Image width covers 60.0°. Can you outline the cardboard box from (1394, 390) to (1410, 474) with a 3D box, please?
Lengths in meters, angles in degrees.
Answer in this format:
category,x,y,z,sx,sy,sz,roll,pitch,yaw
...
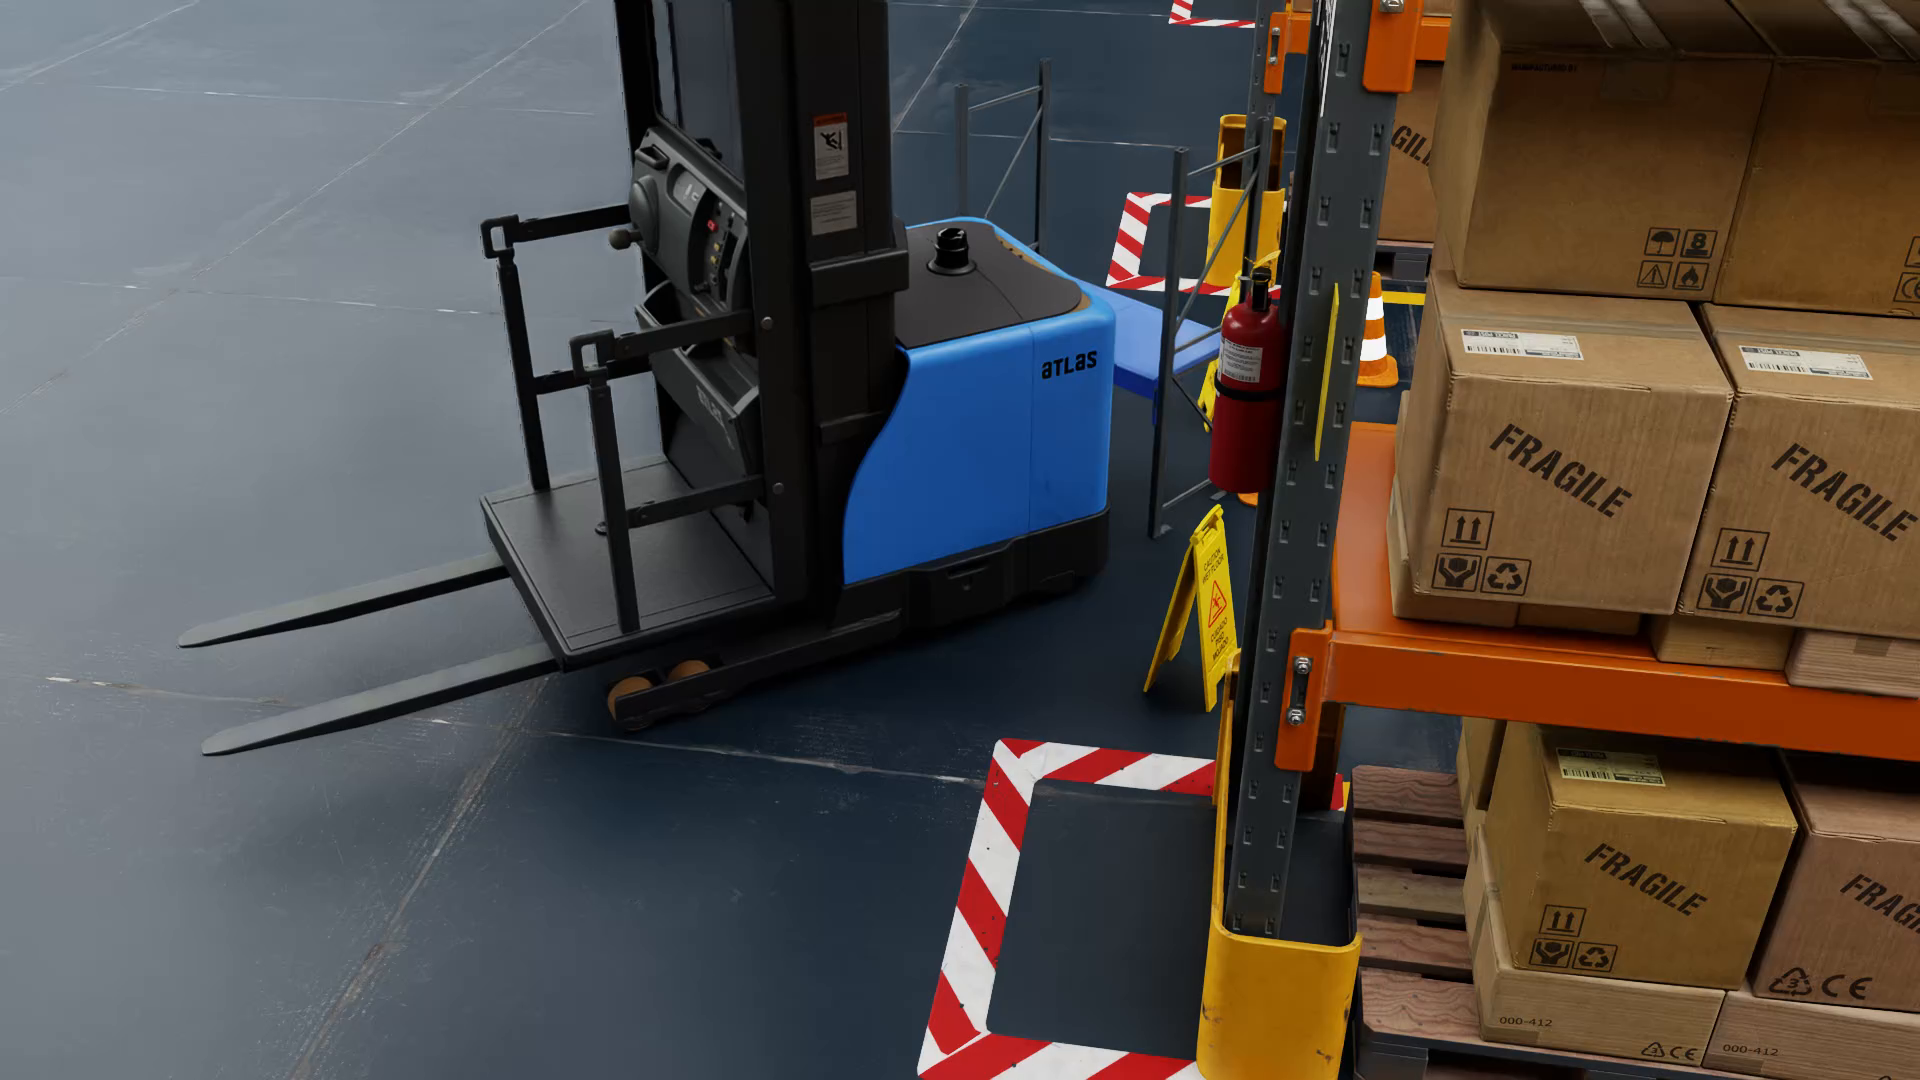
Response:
category,x,y,z,sx,sy,sz,roll,pitch,yaw
cardboard box,1.180,-0.200,3.979,0.250,0.149,0.380,6,33,10

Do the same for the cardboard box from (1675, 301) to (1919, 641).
category,x,y,z,sx,sy,sz,roll,pitch,yaw
cardboard box,1.706,-0.165,3.311,0.500,0.500,0.500,6,33,10

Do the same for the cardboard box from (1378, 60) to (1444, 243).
category,x,y,z,sx,sy,sz,roll,pitch,yaw
cardboard box,2.188,-2.077,8.348,0.875,0.875,0.875,5,32,8

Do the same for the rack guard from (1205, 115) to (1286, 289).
category,x,y,z,sx,sy,sz,roll,pitch,yaw
rack guard,1.485,-1.769,8.604,0.348,0.500,1.175,5,32,8

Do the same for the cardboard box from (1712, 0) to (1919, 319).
category,x,y,z,sx,sy,sz,roll,pitch,yaw
cardboard box,1.813,-0.840,3.448,0.500,0.500,0.700,5,32,9

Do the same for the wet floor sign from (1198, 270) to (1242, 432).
category,x,y,z,sx,sy,sz,roll,pitch,yaw
wet floor sign,1.147,-0.795,6.912,0.232,0.644,0.267,0,32,0

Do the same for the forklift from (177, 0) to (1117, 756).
category,x,y,z,sx,sy,sz,roll,pitch,yaw
forklift,-1.015,-0.959,5.019,3.031,2.935,1.130,-16,35,-23

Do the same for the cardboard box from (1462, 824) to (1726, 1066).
category,x,y,z,sx,sy,sz,roll,pitch,yaw
cardboard box,1.524,0.976,4.059,0.500,0.250,0.500,5,32,8

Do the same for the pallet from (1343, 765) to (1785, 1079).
category,x,y,z,sx,sy,sz,roll,pitch,yaw
pallet,1.645,1.052,4.371,1.213,0.211,1.003,5,32,8

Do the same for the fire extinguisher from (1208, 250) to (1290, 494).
category,x,y,z,sx,sy,sz,roll,pitch,yaw
fire extinguisher,0.740,-0.447,4.209,0.183,0.674,0.296,5,32,8

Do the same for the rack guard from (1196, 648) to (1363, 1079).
category,x,y,z,sx,sy,sz,roll,pitch,yaw
rack guard,0.850,0.838,4.440,0.348,0.500,1.175,5,32,8

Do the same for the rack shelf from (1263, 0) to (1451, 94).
category,x,y,z,sx,sy,sz,roll,pitch,yaw
rack shelf,3.480,-2.343,7.843,4.000,0.370,1.077,5,32,8

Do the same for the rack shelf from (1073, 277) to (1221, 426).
category,x,y,z,sx,sy,sz,roll,pitch,yaw
rack shelf,0.528,-0.773,6.411,1.000,0.185,0.538,27,41,36

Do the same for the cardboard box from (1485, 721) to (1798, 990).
category,x,y,z,sx,sy,sz,roll,pitch,yaw
cardboard box,1.547,0.660,3.857,0.500,0.500,0.500,4,32,7

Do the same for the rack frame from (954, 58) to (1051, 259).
category,x,y,z,sx,sy,sz,roll,pitch,yaw
rack frame,0.164,-1.114,6.617,0.032,1.500,0.500,27,41,36

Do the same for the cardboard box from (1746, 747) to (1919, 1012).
category,x,y,z,sx,sy,sz,roll,pitch,yaw
cardboard box,2.063,0.704,3.786,0.500,0.500,0.500,4,32,6

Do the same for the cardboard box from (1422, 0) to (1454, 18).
category,x,y,z,sx,sy,sz,roll,pitch,yaw
cardboard box,2.427,-2.842,7.823,0.550,0.550,0.875,5,32,8

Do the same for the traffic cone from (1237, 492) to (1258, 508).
category,x,y,z,sx,sy,sz,roll,pitch,yaw
traffic cone,1.268,-0.400,6.453,0.334,0.463,0.336,5,32,8

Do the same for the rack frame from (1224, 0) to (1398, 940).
category,x,y,z,sx,sy,sz,roll,pitch,yaw
rack frame,0.775,-0.228,3.787,0.127,3.000,1.000,5,32,8

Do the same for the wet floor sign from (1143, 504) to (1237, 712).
category,x,y,z,sx,sy,sz,roll,pitch,yaw
wet floor sign,0.768,0.193,5.333,0.232,0.644,0.267,17,36,25

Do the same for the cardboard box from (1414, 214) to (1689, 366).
category,x,y,z,sx,sy,sz,roll,pitch,yaw
cardboard box,1.356,-0.492,3.835,0.500,0.500,0.500,5,32,7

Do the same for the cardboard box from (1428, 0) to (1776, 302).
category,x,y,z,sx,sy,sz,roll,pitch,yaw
cardboard box,1.315,-0.889,3.526,0.500,0.500,0.700,4,32,7

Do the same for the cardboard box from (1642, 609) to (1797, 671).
category,x,y,z,sx,sy,sz,roll,pitch,yaw
cardboard box,1.574,0.098,3.503,0.250,0.149,0.380,4,32,7

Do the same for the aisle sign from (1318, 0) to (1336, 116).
category,x,y,z,sx,sy,sz,roll,pitch,yaw
aisle sign,0.662,-1.173,2.847,0.004,0.787,0.394,5,32,8

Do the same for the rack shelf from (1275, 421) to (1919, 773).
category,x,y,z,sx,sy,sz,roll,pitch,yaw
rack shelf,2.747,0.255,3.693,4.000,0.370,1.077,5,32,8

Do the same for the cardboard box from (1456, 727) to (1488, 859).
category,x,y,z,sx,sy,sz,roll,pitch,yaw
cardboard box,1.641,0.693,4.511,0.500,0.250,0.500,5,32,8

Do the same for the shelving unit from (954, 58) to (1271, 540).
category,x,y,z,sx,sy,sz,roll,pitch,yaw
shelving unit,0.528,-0.926,6.315,1.048,1.500,0.538,27,41,36

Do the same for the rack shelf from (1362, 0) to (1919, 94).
category,x,y,z,sx,sy,sz,roll,pitch,yaw
rack shelf,2.747,-1.016,2.897,4.000,0.370,1.077,5,32,8

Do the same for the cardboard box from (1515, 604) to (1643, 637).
category,x,y,z,sx,sy,sz,roll,pitch,yaw
cardboard box,1.326,0.032,3.608,0.250,0.149,0.380,6,32,9

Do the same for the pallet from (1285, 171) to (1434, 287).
category,x,y,z,sx,sy,sz,roll,pitch,yaw
pallet,2.310,-1.613,8.629,1.213,0.211,1.003,5,32,8

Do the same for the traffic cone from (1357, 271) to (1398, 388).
category,x,y,z,sx,sy,sz,roll,pitch,yaw
traffic cone,1.793,-0.961,7.348,0.334,0.463,0.336,5,32,8

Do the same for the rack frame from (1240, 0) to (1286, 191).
category,x,y,z,sx,sy,sz,roll,pitch,yaw
rack frame,1.508,-2.826,7.938,0.127,3.000,1.000,5,32,8

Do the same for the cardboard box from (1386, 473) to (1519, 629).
category,x,y,z,sx,sy,sz,roll,pitch,yaw
cardboard box,1.075,0.017,3.632,0.250,0.149,0.380,5,32,8

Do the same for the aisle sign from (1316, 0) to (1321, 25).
category,x,y,z,sx,sy,sz,roll,pitch,yaw
aisle sign,0.763,-1.487,3.349,0.004,0.787,0.394,5,32,8

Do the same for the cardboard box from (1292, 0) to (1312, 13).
category,x,y,z,sx,sy,sz,roll,pitch,yaw
cardboard box,1.882,-2.880,7.883,0.550,0.550,0.875,5,32,8

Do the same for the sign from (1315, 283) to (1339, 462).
category,x,y,z,sx,sy,sz,roll,pitch,yaw
sign,0.684,-0.311,3.104,0.005,0.325,0.100,5,32,8

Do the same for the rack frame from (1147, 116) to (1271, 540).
category,x,y,z,sx,sy,sz,roll,pitch,yaw
rack frame,0.891,-0.737,6.014,0.032,1.500,0.500,27,41,36

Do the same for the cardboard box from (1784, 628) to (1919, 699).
category,x,y,z,sx,sy,sz,roll,pitch,yaw
cardboard box,1.817,0.145,3.428,0.250,0.149,0.380,6,32,9

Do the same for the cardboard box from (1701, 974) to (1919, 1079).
category,x,y,z,sx,sy,sz,roll,pitch,yaw
cardboard box,2.026,1.026,3.980,0.500,0.250,0.500,6,33,10

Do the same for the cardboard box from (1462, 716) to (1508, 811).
category,x,y,z,sx,sy,sz,roll,pitch,yaw
cardboard box,1.609,0.377,4.310,0.500,0.500,0.500,5,32,9

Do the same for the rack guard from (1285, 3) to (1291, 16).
category,x,y,z,sx,sy,sz,roll,pitch,yaw
rack guard,2.517,-4.345,12.720,0.348,0.500,1.175,5,32,8

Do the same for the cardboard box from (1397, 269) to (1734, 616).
category,x,y,z,sx,sy,sz,roll,pitch,yaw
cardboard box,1.195,-0.209,3.382,0.500,0.500,0.500,5,32,7
